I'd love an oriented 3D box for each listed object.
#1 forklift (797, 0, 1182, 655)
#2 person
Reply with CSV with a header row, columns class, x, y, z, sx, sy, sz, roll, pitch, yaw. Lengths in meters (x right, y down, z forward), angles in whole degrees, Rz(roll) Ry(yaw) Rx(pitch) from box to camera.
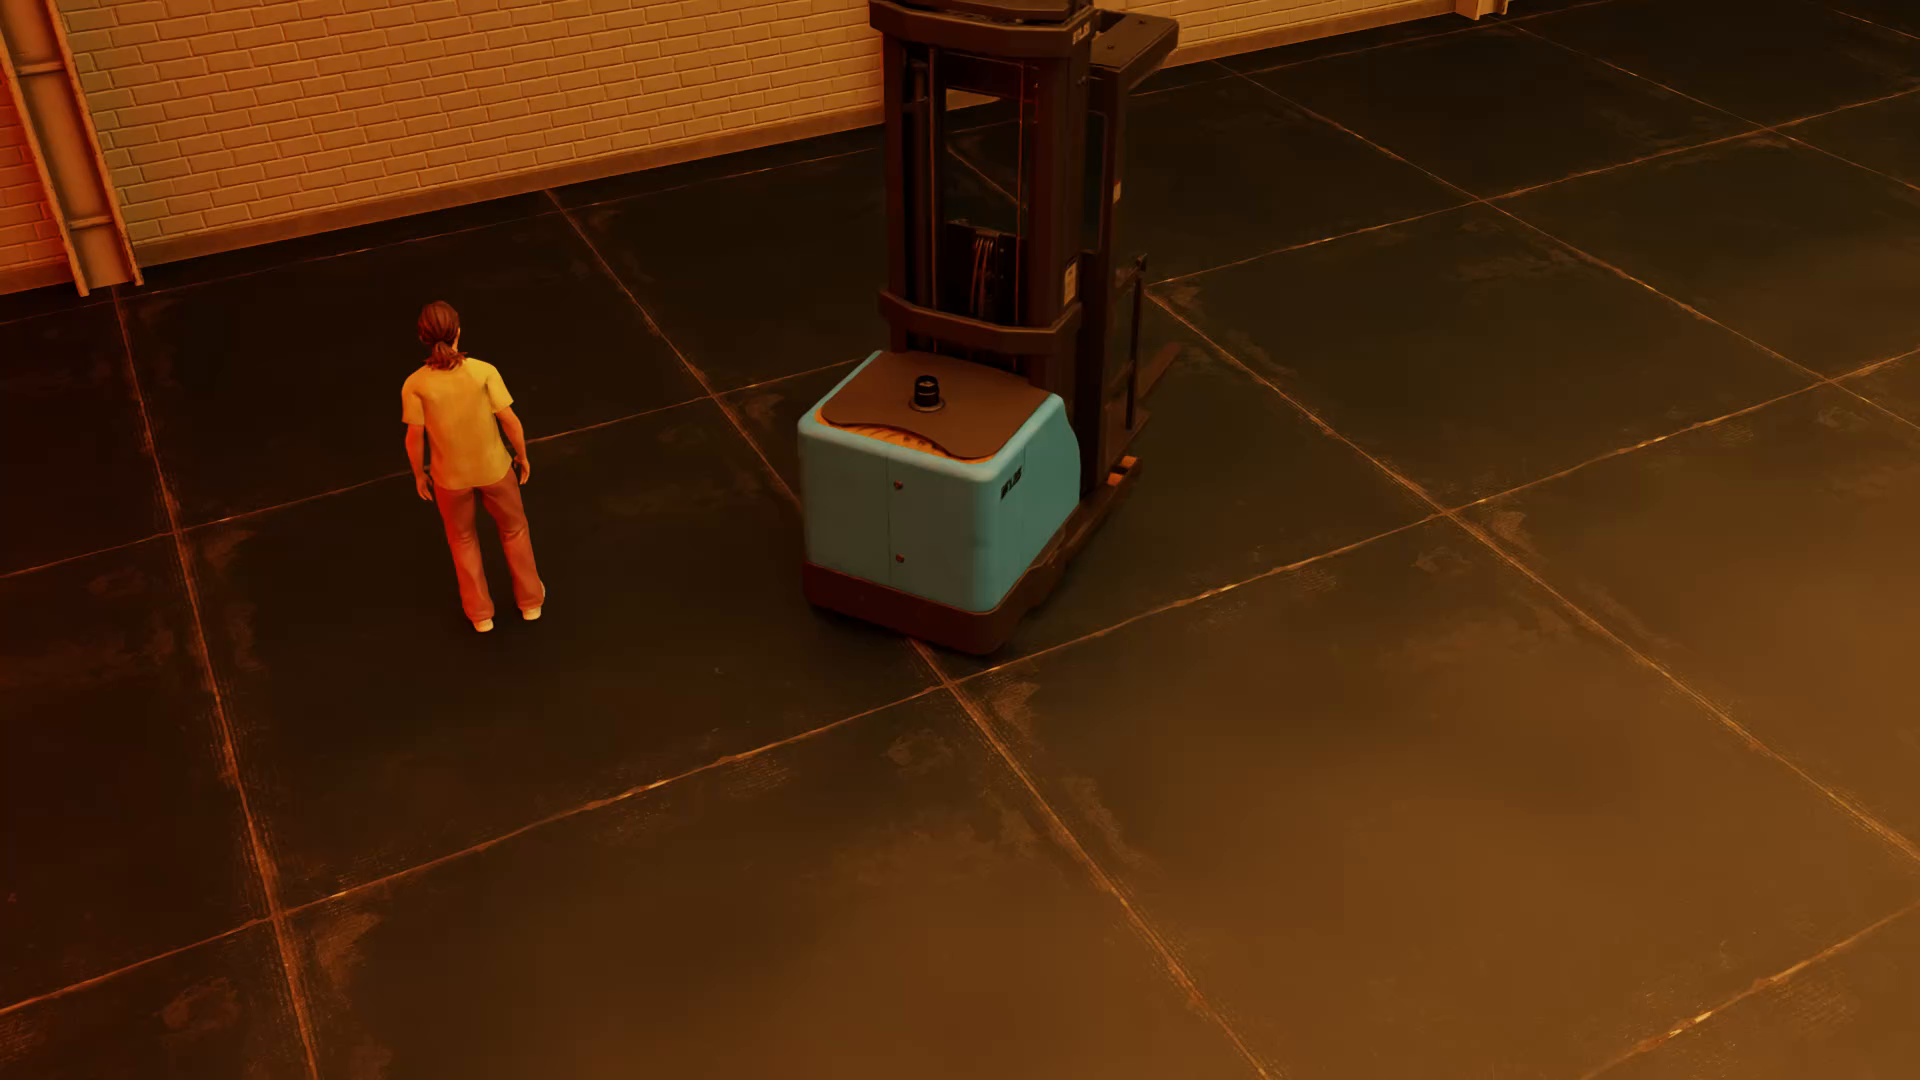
class,x,y,z,sx,sy,sz,roll,pitch,yaw
forklift,0.350,-1.496,8.240,1.130,2.935,3.031,16,38,22
person,-2.253,-0.323,7.671,0.517,1.671,0.370,-11,37,-15
